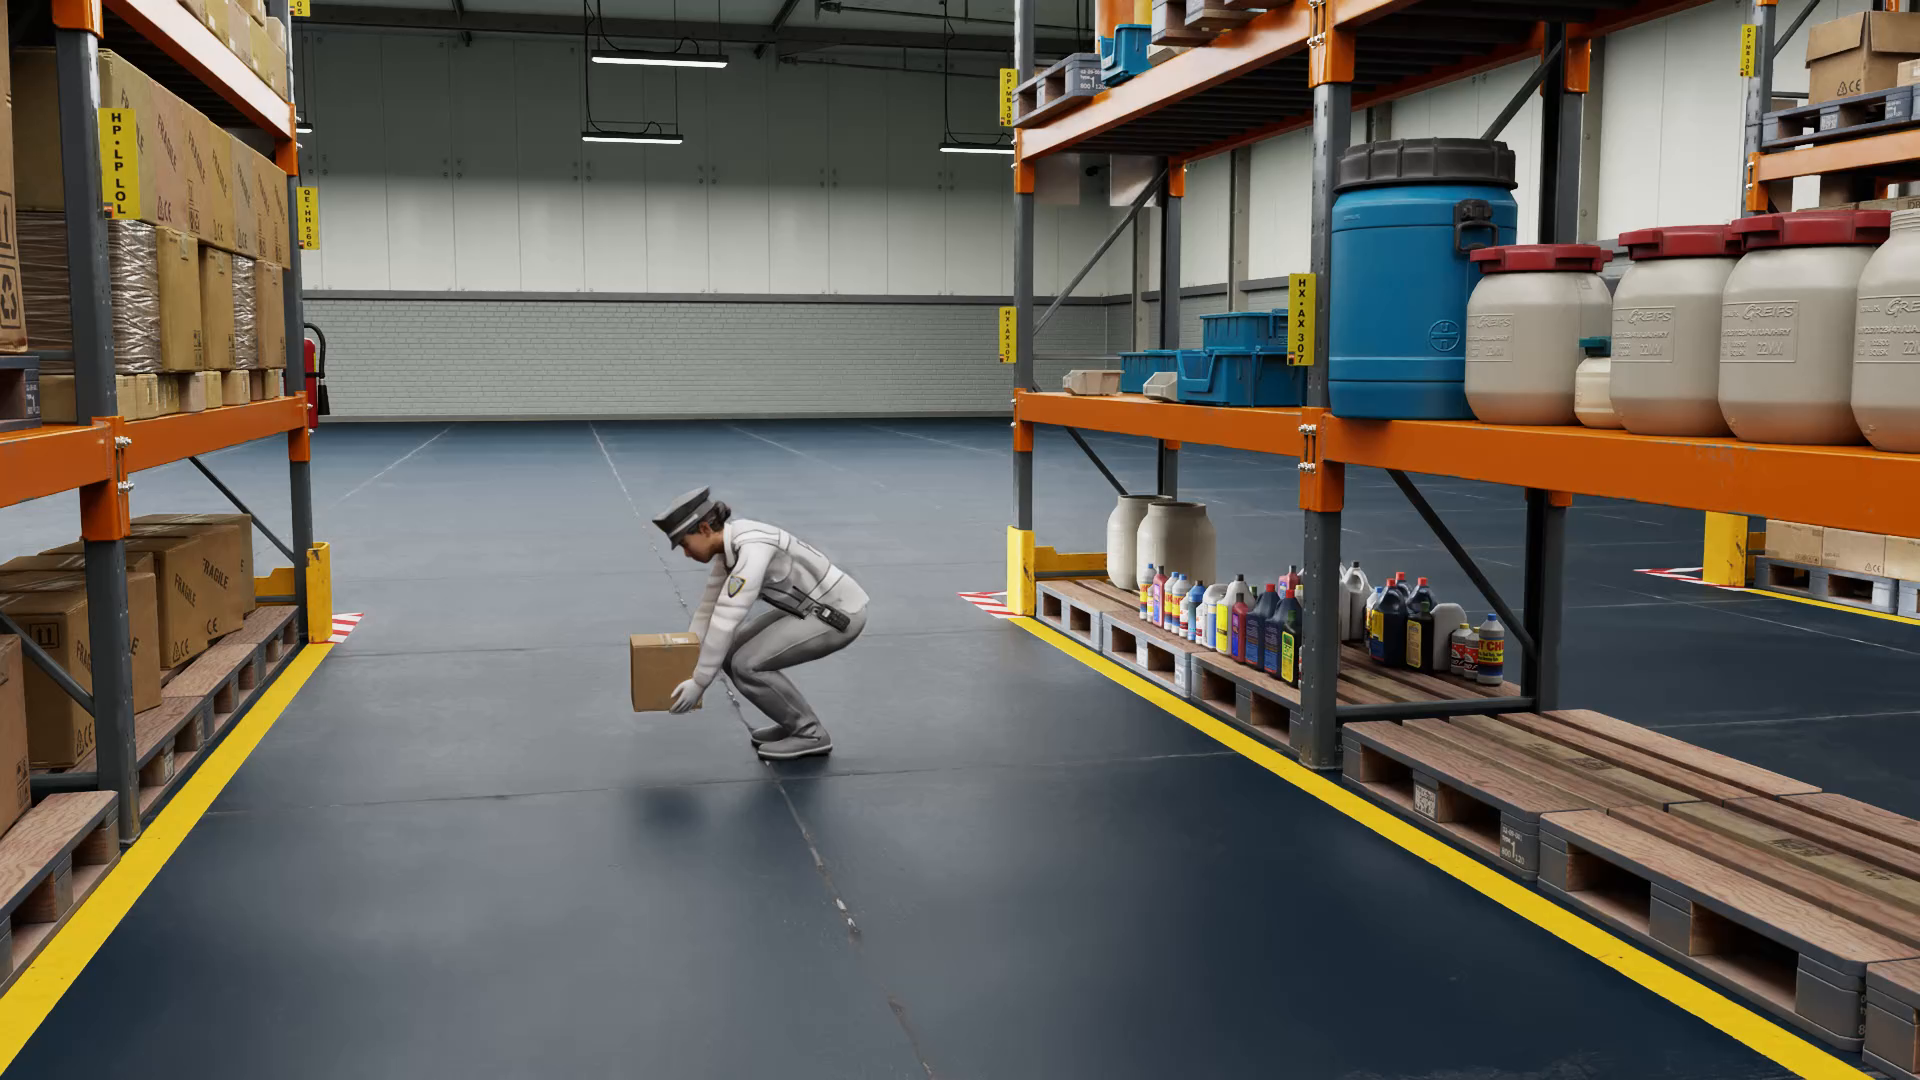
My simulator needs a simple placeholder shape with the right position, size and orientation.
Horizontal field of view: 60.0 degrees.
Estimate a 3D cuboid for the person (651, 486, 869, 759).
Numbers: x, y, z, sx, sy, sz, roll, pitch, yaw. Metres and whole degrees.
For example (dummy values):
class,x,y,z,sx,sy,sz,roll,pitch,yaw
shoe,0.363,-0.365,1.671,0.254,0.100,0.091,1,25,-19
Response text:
class,x,y,z,sx,sy,sz,roll,pitch,yaw
person,-0.751,0.304,6.315,0.820,1.036,0.499,-2,6,-14
